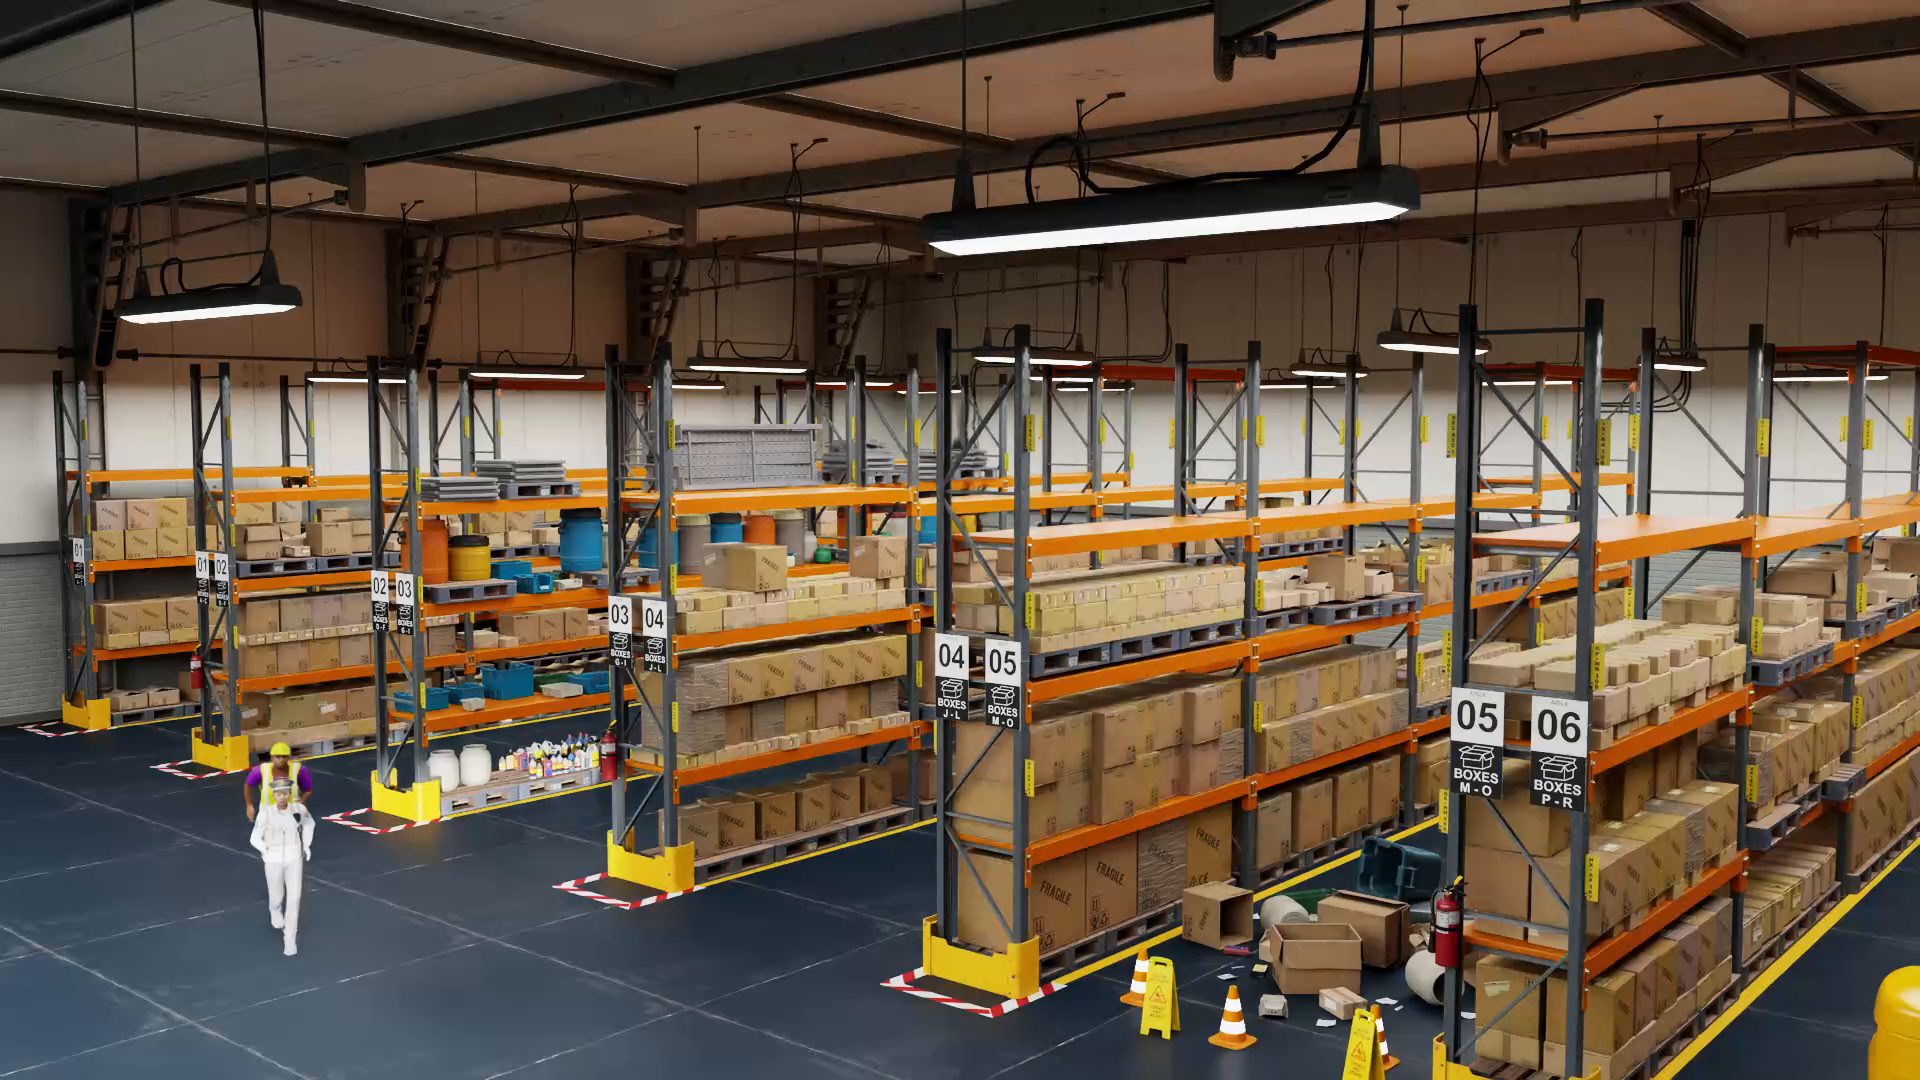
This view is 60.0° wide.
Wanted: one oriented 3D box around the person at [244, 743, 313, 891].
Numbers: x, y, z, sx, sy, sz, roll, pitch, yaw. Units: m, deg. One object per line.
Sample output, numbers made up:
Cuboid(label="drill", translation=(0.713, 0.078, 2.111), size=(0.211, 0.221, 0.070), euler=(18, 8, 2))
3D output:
Cuboid(label="person", translation=(-7.353, 3.010, 18.008), size=(0.661, 1.673, 0.671), euler=(-2, 5, -30))

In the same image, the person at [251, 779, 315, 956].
Cuboid(label="person", translation=(-6.647, 3.145, 16.353), size=(0.600, 1.681, 0.892), euler=(-2, 5, -25))
